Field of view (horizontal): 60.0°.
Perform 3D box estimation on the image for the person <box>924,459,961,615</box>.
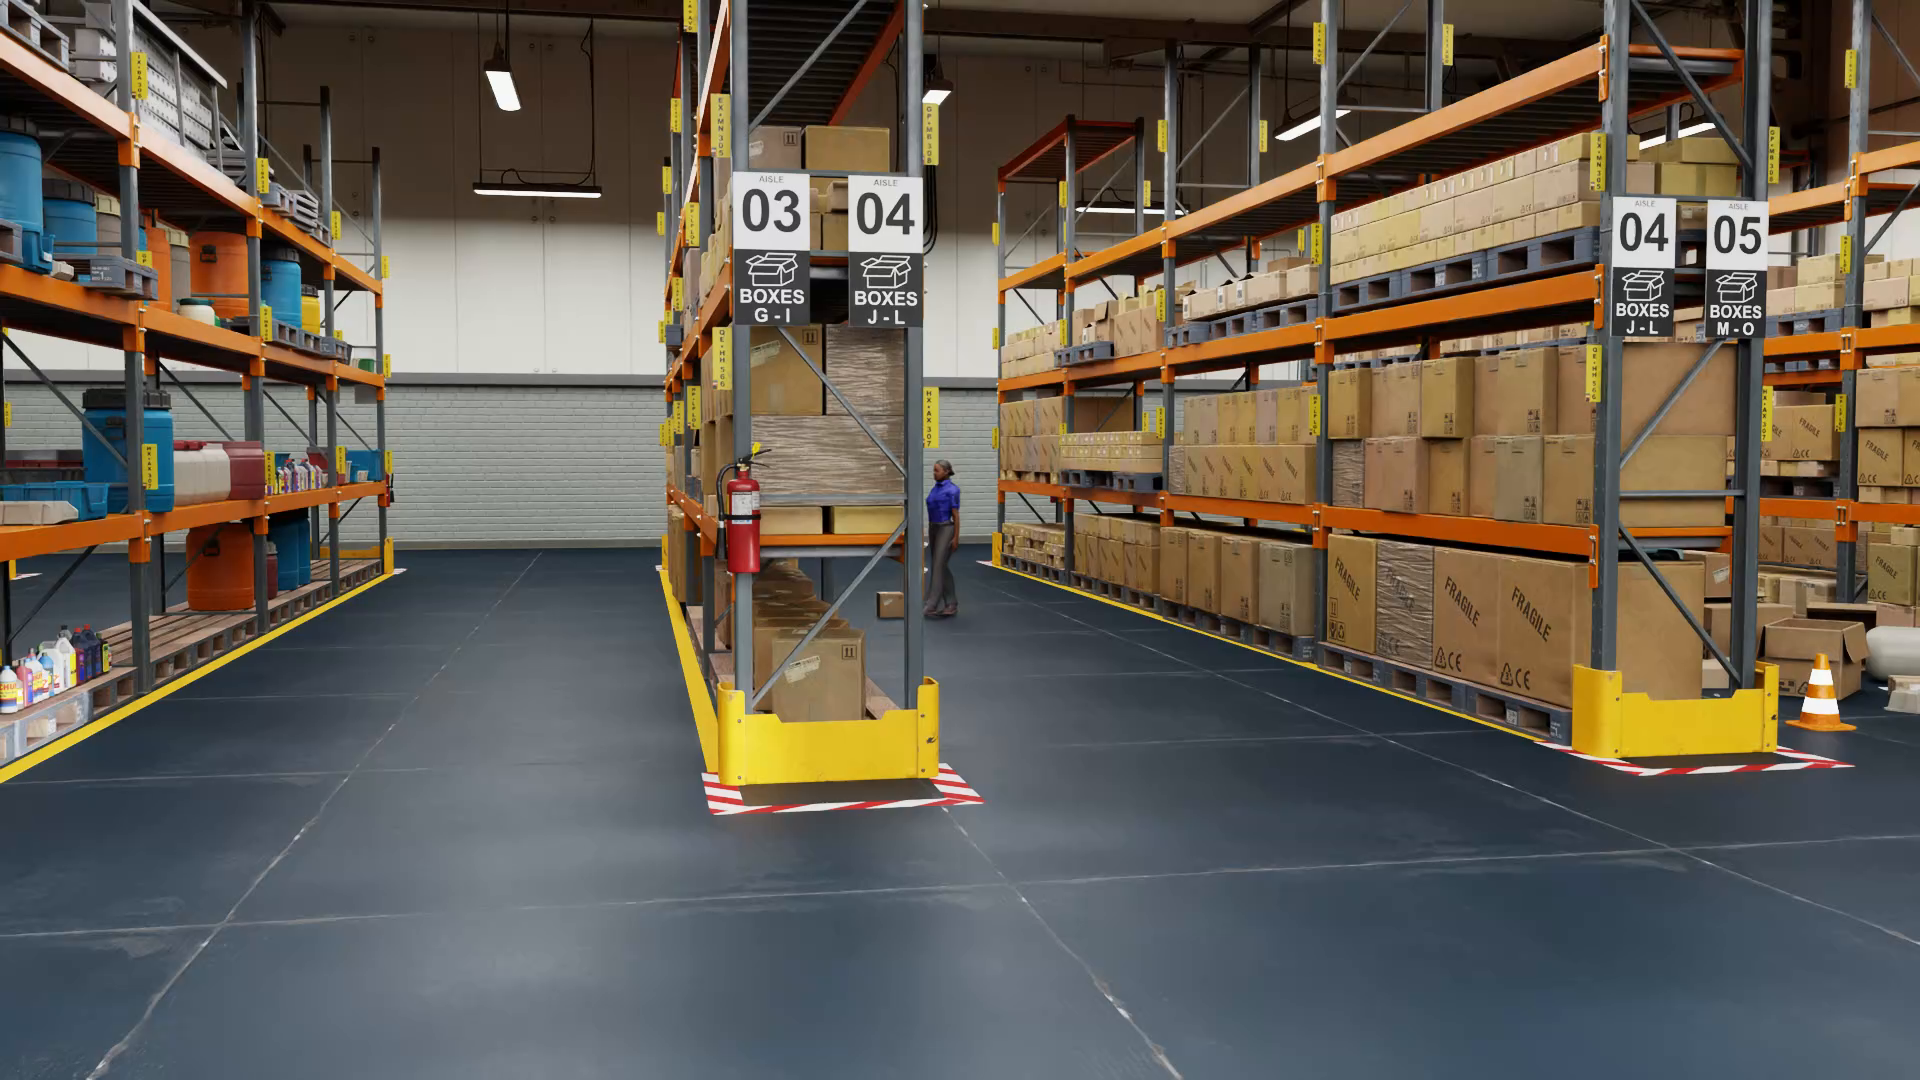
[{"bbox_3d":[-0.290,-0.026,17.524,0.682,1.655,0.479,-2,4,-34],"label":"person"}]
